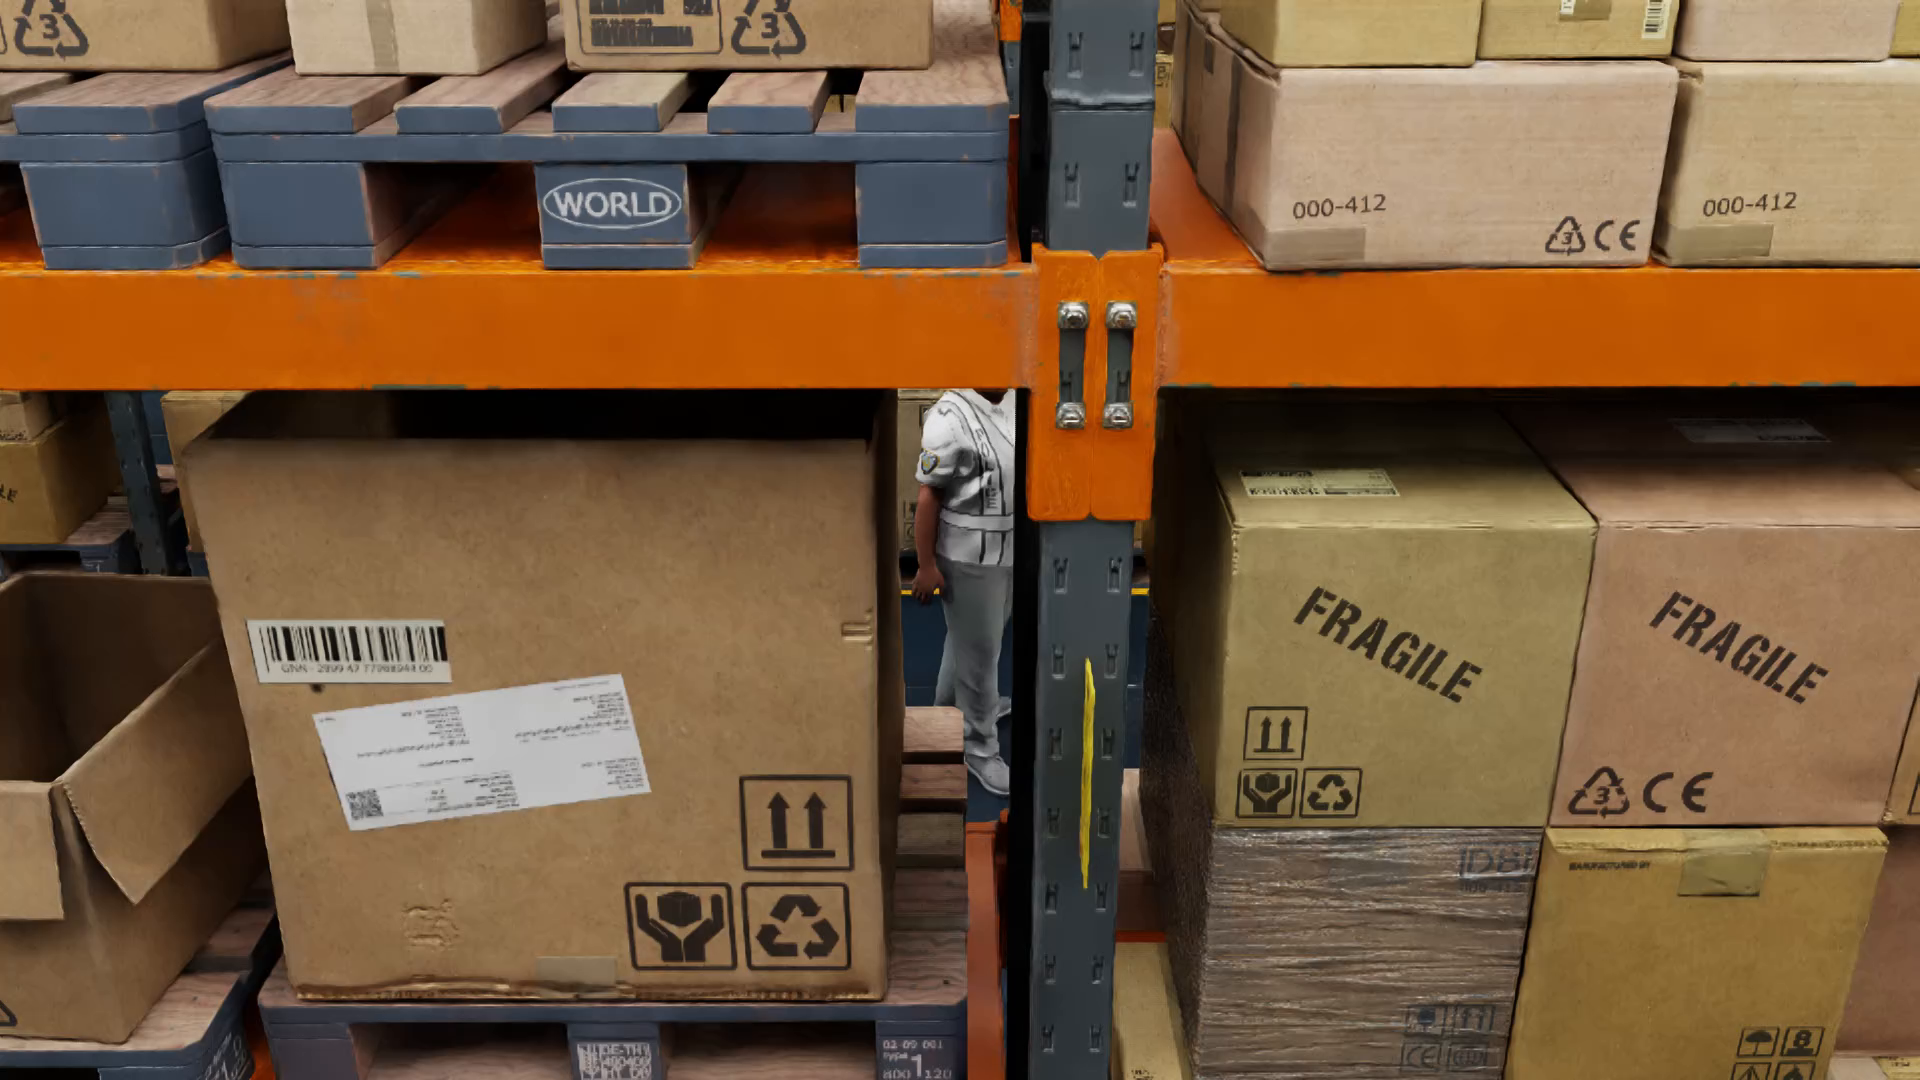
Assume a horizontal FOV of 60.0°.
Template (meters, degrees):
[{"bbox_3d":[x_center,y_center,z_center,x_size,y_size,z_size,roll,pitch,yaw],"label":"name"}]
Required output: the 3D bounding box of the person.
[{"bbox_3d":[0.092,0.013,6.054,0.599,1.754,0.594,15,28,30],"label":"person"}]
